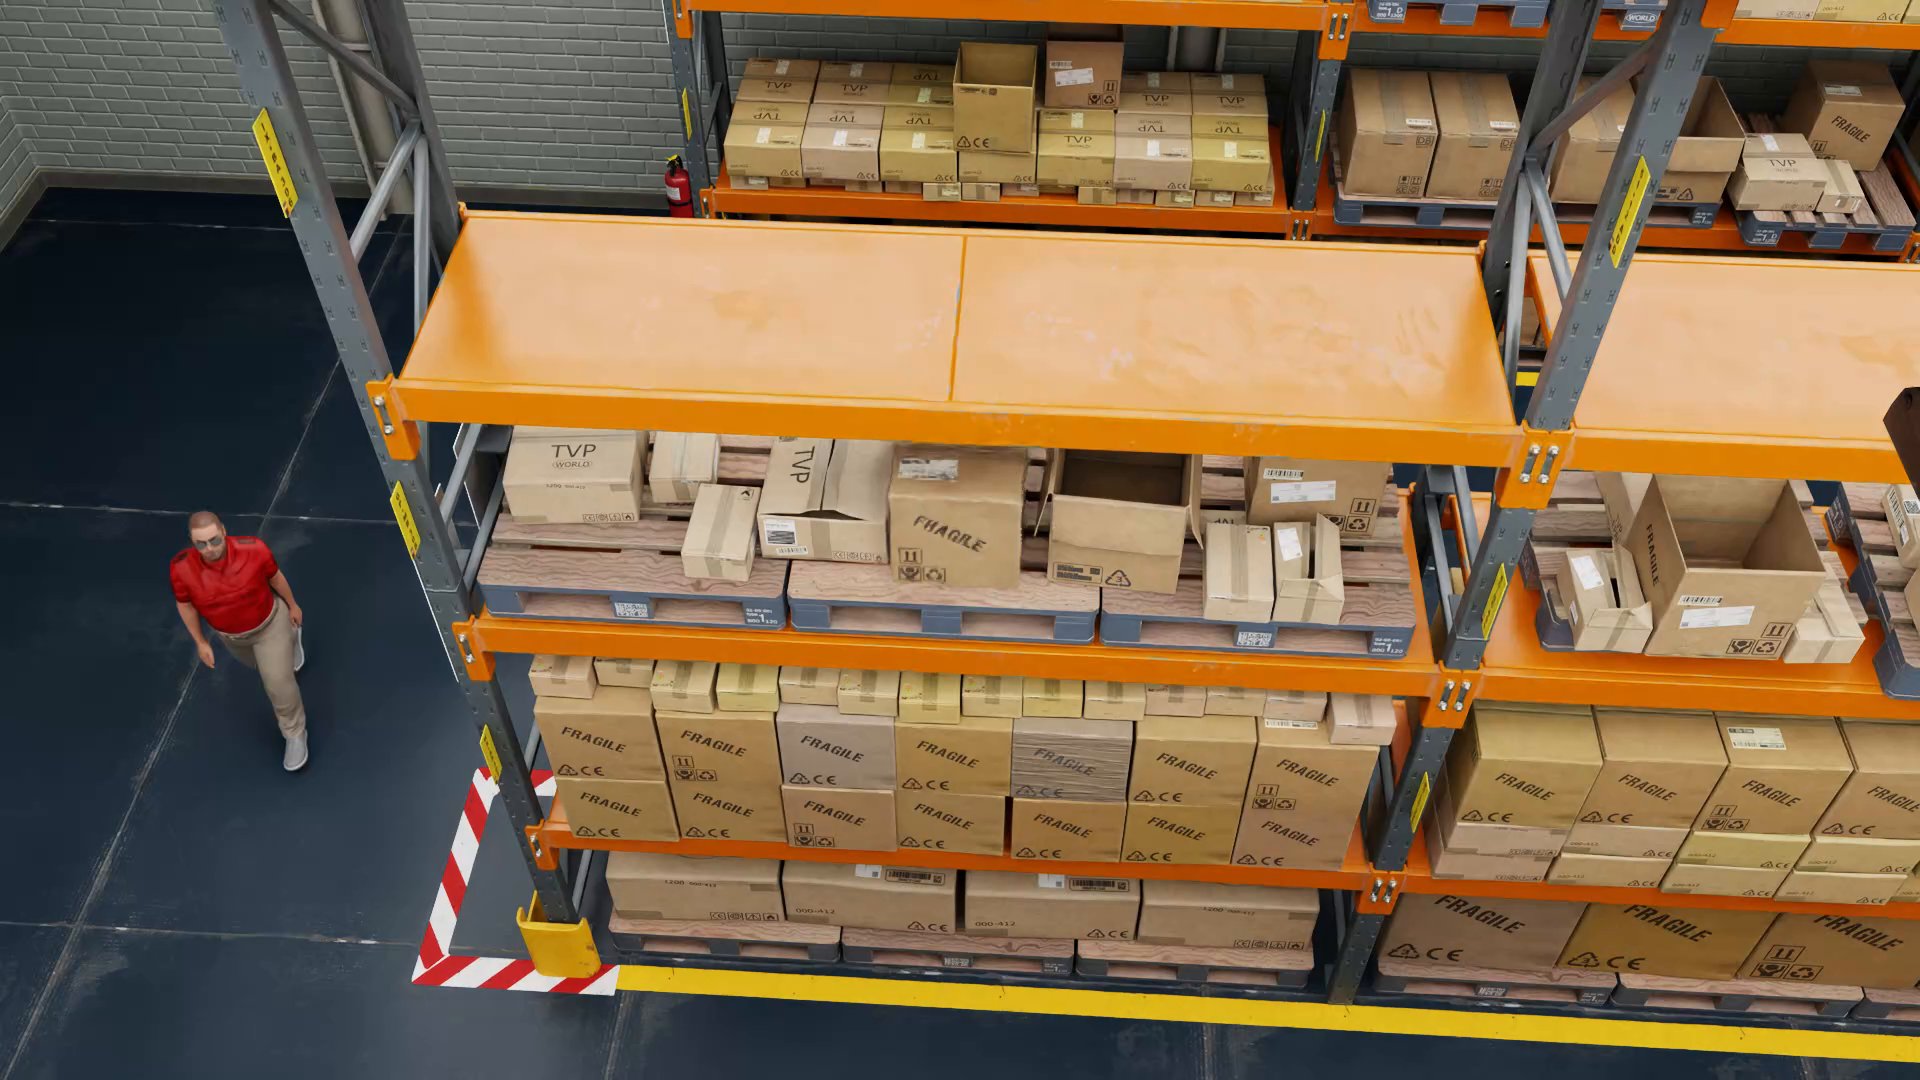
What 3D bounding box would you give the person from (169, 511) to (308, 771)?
[{"bbox_3d":[-3.955,0.419,9.212,0.520,1.682,0.986,-2,48,-2],"label":"person"}]
